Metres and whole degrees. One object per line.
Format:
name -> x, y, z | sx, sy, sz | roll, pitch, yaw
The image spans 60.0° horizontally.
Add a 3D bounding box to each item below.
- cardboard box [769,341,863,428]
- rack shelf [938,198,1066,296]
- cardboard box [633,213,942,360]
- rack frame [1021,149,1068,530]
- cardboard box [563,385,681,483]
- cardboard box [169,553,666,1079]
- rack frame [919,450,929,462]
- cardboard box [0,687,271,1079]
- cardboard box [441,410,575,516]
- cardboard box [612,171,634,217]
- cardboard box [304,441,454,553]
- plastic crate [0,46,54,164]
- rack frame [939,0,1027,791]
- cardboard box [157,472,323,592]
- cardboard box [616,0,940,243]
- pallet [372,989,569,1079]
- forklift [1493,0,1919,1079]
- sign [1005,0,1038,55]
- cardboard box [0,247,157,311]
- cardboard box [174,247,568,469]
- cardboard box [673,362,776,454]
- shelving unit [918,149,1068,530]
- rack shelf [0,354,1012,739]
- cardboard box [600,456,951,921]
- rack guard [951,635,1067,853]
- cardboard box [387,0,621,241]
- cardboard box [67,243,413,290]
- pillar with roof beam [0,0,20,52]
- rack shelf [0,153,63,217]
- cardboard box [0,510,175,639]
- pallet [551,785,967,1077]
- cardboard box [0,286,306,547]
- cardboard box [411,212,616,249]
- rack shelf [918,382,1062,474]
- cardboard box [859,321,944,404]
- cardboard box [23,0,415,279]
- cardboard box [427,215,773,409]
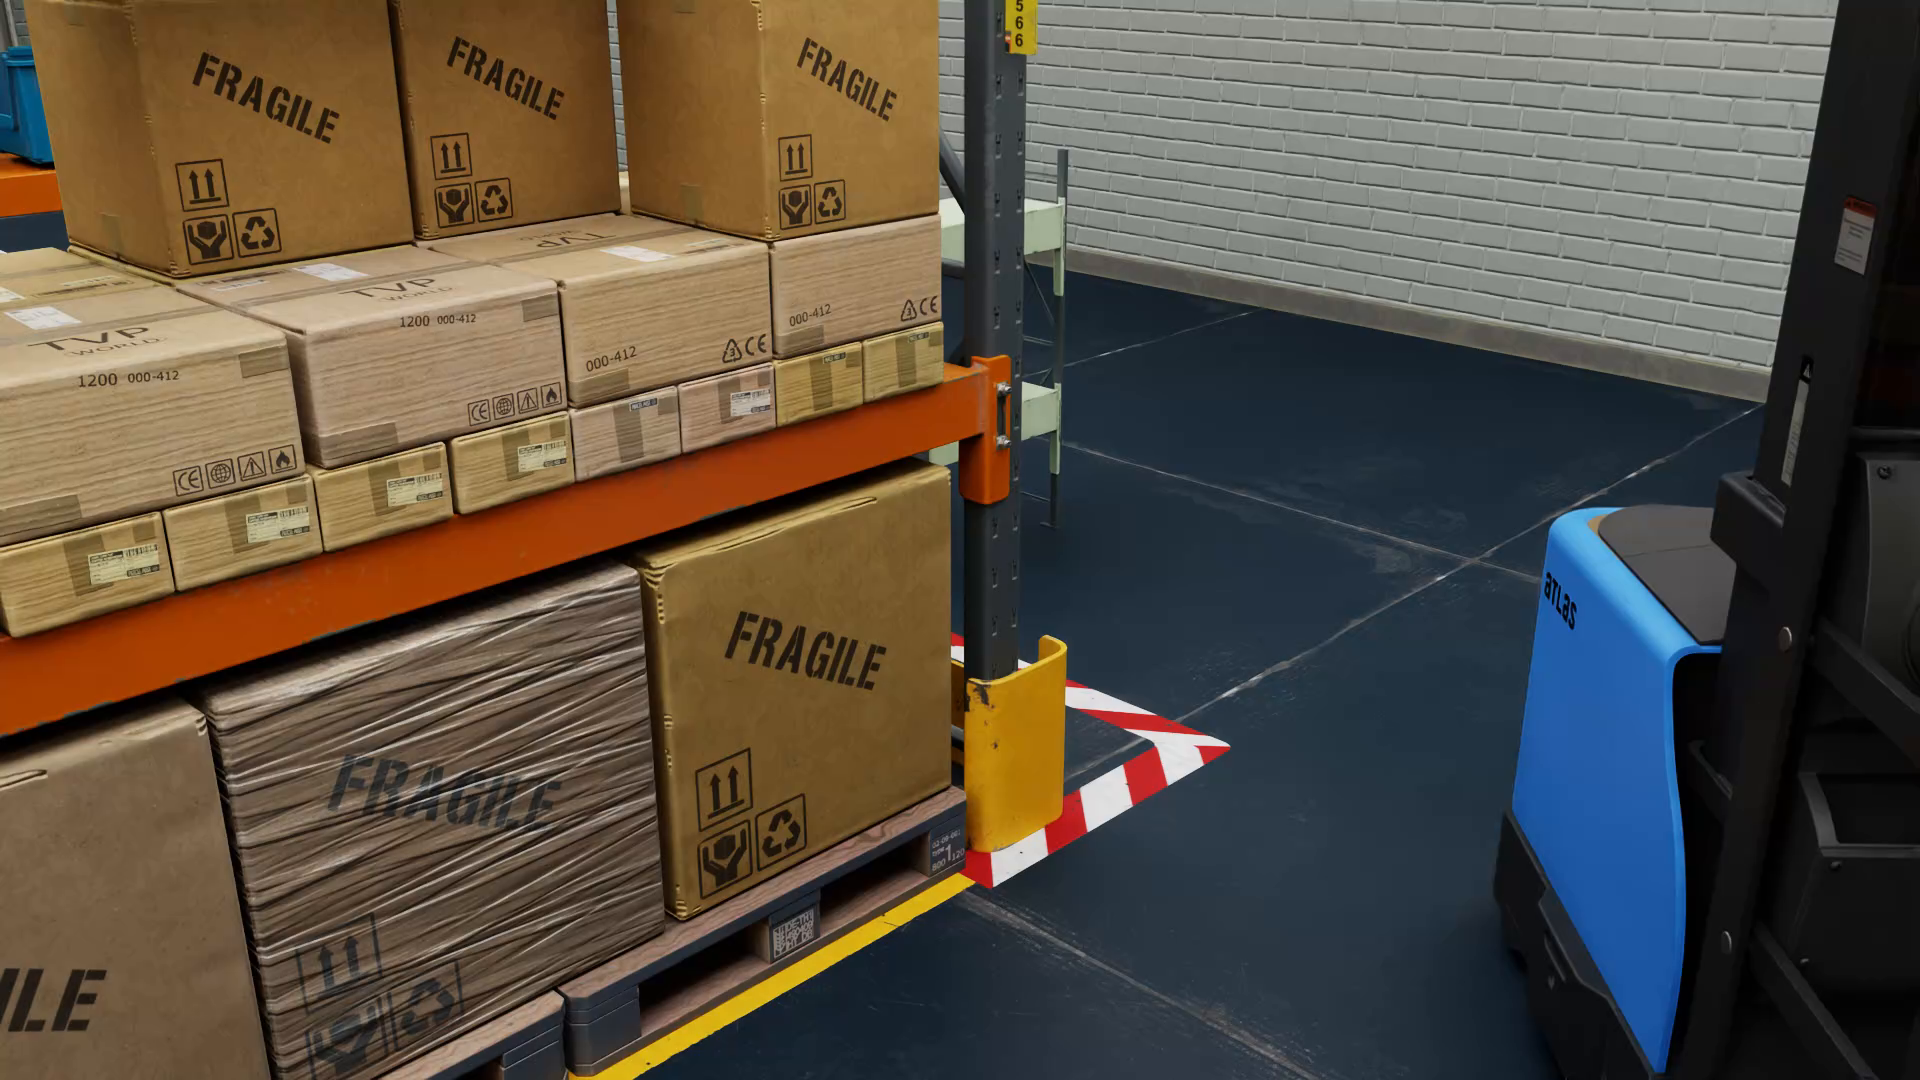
cardboard box -> -0.436, -0.386, 3.747 | 0.380, 0.149, 0.250 | 20, 28, 41
rack shelf -> -0.005, -1.063, 6.161 | 0.431, 0.370, 0.720 | 19, 28, 41
cardboard box -> -0.391, -0.622, 3.806 | 0.500, 0.250, 0.500 | 19, 28, 40
rack frame -> 0.251, -0.792, 6.546 | 0.400, 1.500, 0.023 | 19, 28, 41
cardboard box -> -0.787, -0.257, 3.413 | 0.250, 0.149, 0.380 | -20, 28, -41
cardboard box -> -1.267, 0.470, 3.547 | 0.875, 0.875, 0.875 | 19, 28, 41
rack frame -> -0.260, -0.604, 6.056 | 0.400, 1.500, 0.023 | 19, 28, 41
cardboard box -> -1.888, 0.699, 2.952 | 0.875, 0.875, 0.875 | 19, 28, 41
cardboard box -> -0.967, -0.190, 3.238 | 0.380, 0.149, 0.250 | 18, 28, 39
cardboard box -> -0.772, -0.757, 4.158 | 0.500, 0.250, 0.500 | 18, 28, 39
cardboard box -> -1.148, -0.123, 3.064 | 0.380, 0.149, 0.250 | 19, 28, 41
plastic crate -> -3.892, -1.895, 7.192 | 0.616, 0.435, 0.499 | 19, 28, 41
rack frame -> -0.243, -0.744, 4.330 | 1.000, 3.000, 0.127 | 19, 28, 41
cardboard box -> -1.322, -0.060, 2.900 | 0.250, 0.149, 0.380 | -19, 28, -41
cardboard box -> -0.395, -0.972, 3.672 | 0.500, 0.500, 0.500 | 20, 29, 41
pallet -> -1.596, 1.095, 3.432 | 1.003, 0.211, 1.213 | 19, 28, 41
forklift -> 1.800, 0.088, 2.259 | 1.130, 2.935, 3.031 | 1, 21, 1
sign -> 0.136, -1.256, 3.717 | 0.100, 0.325, 0.005 | 19, 28, 41
cardboard box -> -1.843, -0.358, 3.120 | 0.500, 0.250, 0.500 | 19, 28, 40
cardboard box -> -1.100, -0.361, 3.127 | 0.500, 0.250, 0.500 | 18, 27, 39
cardboard box -> -0.613, -0.321, 3.579 | 0.380, 0.149, 0.250 | 19, 28, 41
shelving unit -> -0.005, -0.698, 6.301 | 0.431, 1.500, 0.755 | 19, 28, 41
rack shelf -> -1.638, 0.106, 3.121 | 1.077, 0.370, 4.000 | 19, 28, 41
cardboard box -> -0.632, 0.236, 4.155 | 0.875, 0.875, 0.875 | 19, 28, 41
rack guard -> -0.227, 0.417, 4.794 | 1.175, 0.500, 0.348 | 19, 28, 41
cardboard box -> -1.120, -0.979, 3.689 | 0.500, 0.500, 0.500 | 18, 28, 39
cardboard box -> -1.483, -0.494, 3.472 | 0.500, 0.250, 0.500 | 18, 27, 39
pillar with roof beam -> -6.542, -7.097, 12.495 | 9.100, 9.000, 0.400 | 19, 28, 41
rack shelf -> -5.187, -1.134, 6.346 | 1.077, 0.370, 4.000 | 19, 28, 41
cardboard box -> -1.503, 0.007, 2.724 | 0.380, 0.149, 0.250 | 18, 28, 39
pallet -> -0.745, 0.783, 4.244 | 1.003, 0.211, 1.213 | 19, 28, 41
cardboard box -> -1.461, -0.226, 2.776 | 0.500, 0.250, 0.500 | 19, 28, 41
cardboard box -> -1.129, -0.622, 3.806 | 0.500, 0.250, 0.500 | 19, 28, 40
rack shelf -> -0.005, -0.394, 6.418 | 0.431, 0.370, 0.720 | 19, 28, 41
cardboard box -> -0.256, -0.453, 3.922 | 0.250, 0.149, 0.380 | -20, 28, -41
cardboard box -> -1.477, -0.844, 3.339 | 0.500, 0.500, 0.500 | 18, 28, 39
cardboard box -> -0.746, -0.492, 3.467 | 0.500, 0.250, 0.500 | 19, 28, 40
